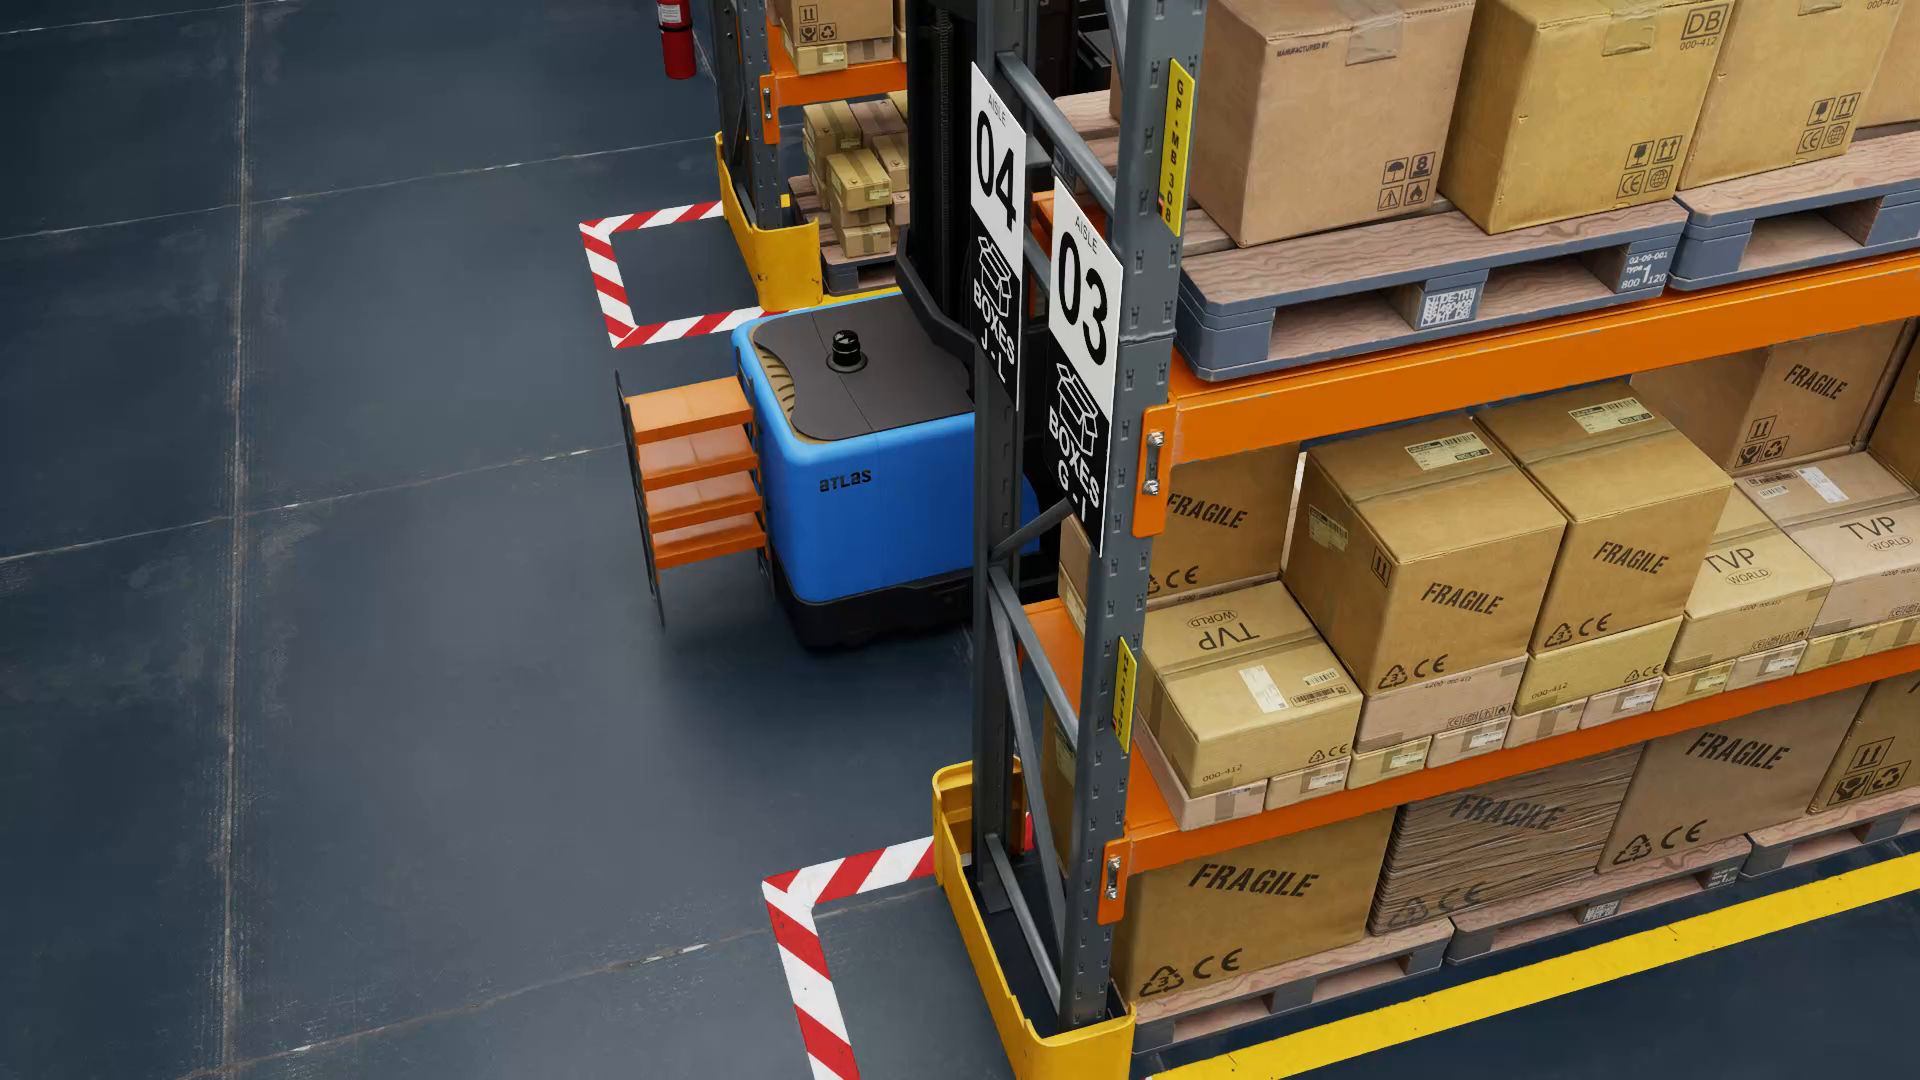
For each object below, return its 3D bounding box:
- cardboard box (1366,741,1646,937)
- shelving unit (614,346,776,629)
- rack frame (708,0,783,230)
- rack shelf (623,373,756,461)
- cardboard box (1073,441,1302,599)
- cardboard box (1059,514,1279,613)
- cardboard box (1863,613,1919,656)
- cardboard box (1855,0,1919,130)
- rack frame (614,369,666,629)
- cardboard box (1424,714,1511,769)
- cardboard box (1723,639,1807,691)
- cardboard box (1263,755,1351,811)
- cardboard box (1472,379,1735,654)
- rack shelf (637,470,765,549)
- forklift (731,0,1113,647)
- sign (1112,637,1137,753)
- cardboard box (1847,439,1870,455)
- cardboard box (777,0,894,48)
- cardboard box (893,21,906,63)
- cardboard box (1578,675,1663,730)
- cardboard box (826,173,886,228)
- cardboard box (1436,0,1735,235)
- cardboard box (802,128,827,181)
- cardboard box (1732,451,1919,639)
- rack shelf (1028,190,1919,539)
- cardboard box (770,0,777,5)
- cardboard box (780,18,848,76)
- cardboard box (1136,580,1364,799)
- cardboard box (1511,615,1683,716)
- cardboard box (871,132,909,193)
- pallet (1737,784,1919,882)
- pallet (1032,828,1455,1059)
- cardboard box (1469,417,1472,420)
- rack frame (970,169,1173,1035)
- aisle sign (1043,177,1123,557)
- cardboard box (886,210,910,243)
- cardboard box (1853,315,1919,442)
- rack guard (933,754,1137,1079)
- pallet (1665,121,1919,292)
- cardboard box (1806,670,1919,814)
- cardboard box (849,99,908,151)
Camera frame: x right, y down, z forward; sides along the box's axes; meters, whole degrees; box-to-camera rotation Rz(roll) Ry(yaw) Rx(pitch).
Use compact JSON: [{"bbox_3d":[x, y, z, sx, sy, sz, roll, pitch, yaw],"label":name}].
[{"bbox_3d":[1.703,0.682,5.835,0.875,0.875,0.875,-12,42,-13],"label":"cardboard box"},{"bbox_3d":[-1.085,-0.199,6.916,0.503,1.200,0.258,-13,43,-15],"label":"shelving unit"},{"bbox_3d":[-1.145,-2.736,8.451,0.127,3.000,1.000,-12,42,-13],"label":"rack frame"},{"bbox_3d":[-1.085,-0.495,6.657,0.480,0.148,0.258,-13,43,-15],"label":"rack shelf"},{"bbox_3d":[0.635,-0.203,4.869,0.500,0.500,0.500,-11,42,-13],"label":"cardboard box"},{"bbox_3d":[0.631,0.079,5.117,0.500,0.250,0.500,-12,43,-14],"label":"cardboard box"},{"bbox_3d":[2.890,0.170,5.316,0.250,0.149,0.380,-11,42,-12],"label":"cardboard box"},{"bbox_3d":[2.280,-1.447,4.225,0.500,0.500,0.700,-10,42,-11],"label":"cardboard box"},{"bbox_3d":[-1.315,-0.145,6.854,0.015,1.200,0.240,-13,43,-15],"label":"rack frame"},{"bbox_3d":[1.423,0.473,4.969,0.250,0.149,0.380,-12,43,-14],"label":"cardboard box"},{"bbox_3d":[2.403,0.270,5.201,0.250,0.149,0.380,-11,42,-12],"label":"cardboard box"},{"bbox_3d":[0.931,0.577,4.851,0.250,0.149,0.380,-12,43,-14],"label":"cardboard box"},{"bbox_3d":[1.757,-0.072,4.720,0.500,0.500,0.500,-13,43,-14],"label":"cardboard box"},{"bbox_3d":[-1.085,-0.148,6.960,0.480,0.148,0.258,-13,43,-15],"label":"rack shelf"},{"bbox_3d":[0.593,-1.243,6.794,3.031,2.935,1.130,-13,43,-15],"label":"forklift"},{"bbox_3d":[0.410,0.390,4.155,0.005,0.325,0.100,-12,42,-13],"label":"sign"},{"bbox_3d":[3.061,-0.426,5.695,0.500,0.250,0.500,-12,43,-13],"label":"cardboard box"},{"bbox_3d":[-0.633,-2.801,8.224,0.500,0.500,0.500,-10,42,-11],"label":"cardboard box"},{"bbox_3d":[-0.234,-2.596,8.482,0.250,0.149,0.380,-13,43,-14],"label":"cardboard box"},{"bbox_3d":[1.912,0.373,5.084,0.250,0.149,0.380,-12,43,-14],"label":"cardboard box"},{"bbox_3d":[-0.568,-1.875,9.087,0.250,0.149,0.380,-10,42,-11],"label":"cardboard box"},{"bbox_3d":[1.302,-1.138,3.872,0.500,0.500,0.700,-13,43,-15],"label":"cardboard box"},{"bbox_3d":[-0.727,-2.216,9.478,0.250,0.149,0.380,-13,43,-14],"label":"cardboard box"},{"bbox_3d":[2.742,0.007,5.199,0.500,0.250,0.500,-11,42,-12],"label":"cardboard box"},{"bbox_3d":[2.156,-0.857,4.568,4.000,0.370,1.077,-12,42,-13],"label":"rack shelf"},{"bbox_3d":[-0.793,-3.136,8.607,0.500,0.500,0.500,-11,42,-12],"label":"cardboard box"},{"bbox_3d":[-0.737,-2.500,8.372,0.250,0.149,0.380,-12,43,-13],"label":"cardboard box"},{"bbox_3d":[0.788,0.416,4.732,0.500,0.250,0.500,-13,43,-14],"label":"cardboard box"},{"bbox_3d":[1.762,0.212,4.965,0.500,0.250,0.500,-13,43,-14],"label":"cardboard box"},{"bbox_3d":[-0.316,-2.065,9.079,0.250,0.149,0.380,-11,42,-12],"label":"cardboard box"},{"bbox_3d":[3.315,0.757,6.572,1.213,0.211,1.003,-12,42,-13],"label":"pallet"},{"bbox_3d":[0.988,1.240,6.020,1.213,0.211,1.003,-12,42,-13],"label":"pallet"},{"bbox_3d":[1.601,-0.122,5.347,0.500,0.250,0.500,-13,43,-15],"label":"cardboard box"},{"bbox_3d":[0.249,0.397,4.866,0.127,3.000,1.000,-12,42,-13],"label":"rack frame"},{"bbox_3d":[0.270,-0.380,3.779,0.004,0.787,0.394,-12,42,-13],"label":"aisle sign"},{"bbox_3d":[-0.324,-1.826,9.258,0.250,0.149,0.380,-12,43,-13],"label":"cardboard box"},{"bbox_3d":[3.058,-0.705,5.445,0.500,0.500,0.500,-12,42,-13],"label":"cardboard box"},{"bbox_3d":[0.226,1.343,5.683,0.348,0.500,1.175,-12,42,-13],"label":"rack guard"},{"bbox_3d":[2.119,-1.096,4.362,1.213,0.211,1.003,-12,42,-13],"label":"pallet"},{"bbox_3d":[3.411,0.328,6.240,0.875,0.875,0.875,-12,42,-13],"label":"cardboard box"},{"bbox_3d":[-0.459,-2.322,9.373,0.250,0.149,0.380,-11,42,-12],"label":"cardboard box"}]
